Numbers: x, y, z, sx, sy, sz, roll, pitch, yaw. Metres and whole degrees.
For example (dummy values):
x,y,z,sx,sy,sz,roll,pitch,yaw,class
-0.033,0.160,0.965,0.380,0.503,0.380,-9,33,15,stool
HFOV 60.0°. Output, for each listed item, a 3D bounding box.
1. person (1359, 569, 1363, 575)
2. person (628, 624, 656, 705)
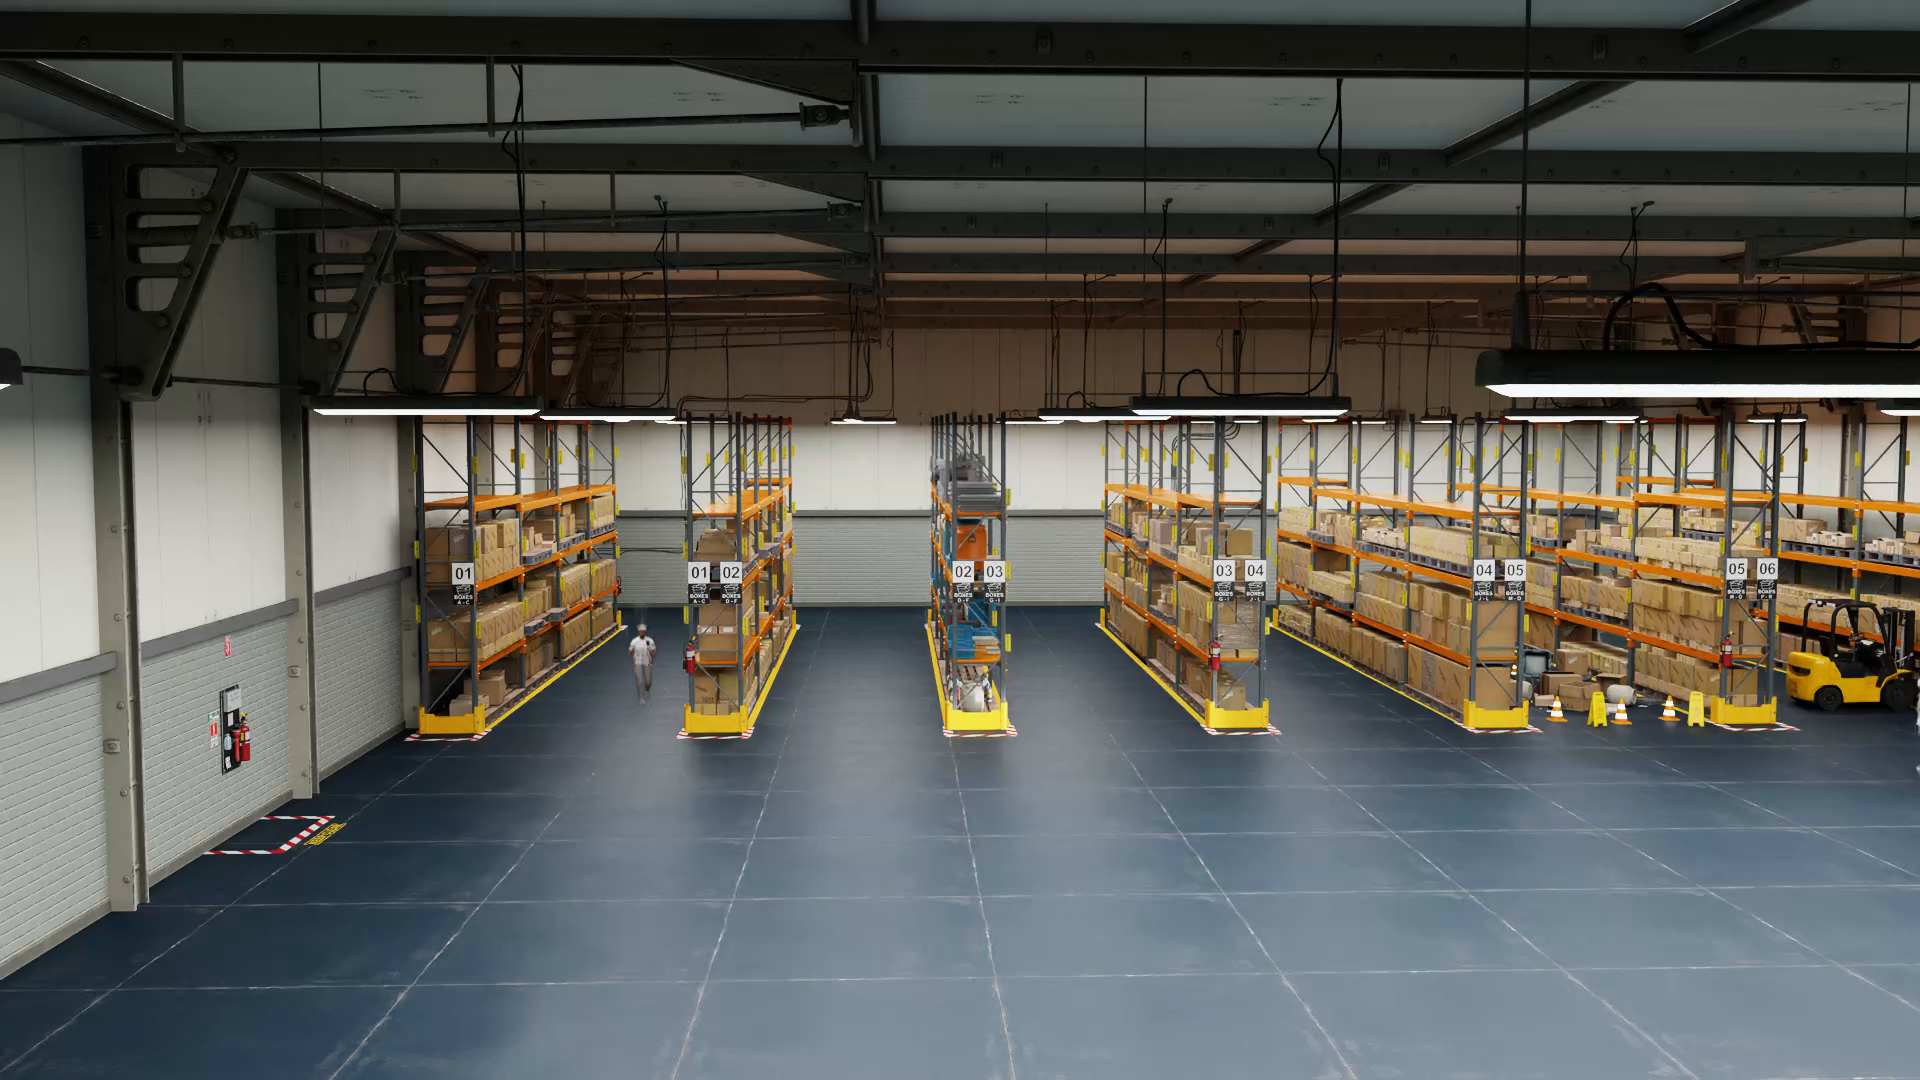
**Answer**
x,y,z,sx,sy,sz,roll,pitch,yaw,class
11.311,1.695,47.086,0.669,1.699,0.754,0,4,3,person
-6.572,2.556,34.386,0.573,1.649,0.566,-1,4,-13,person
